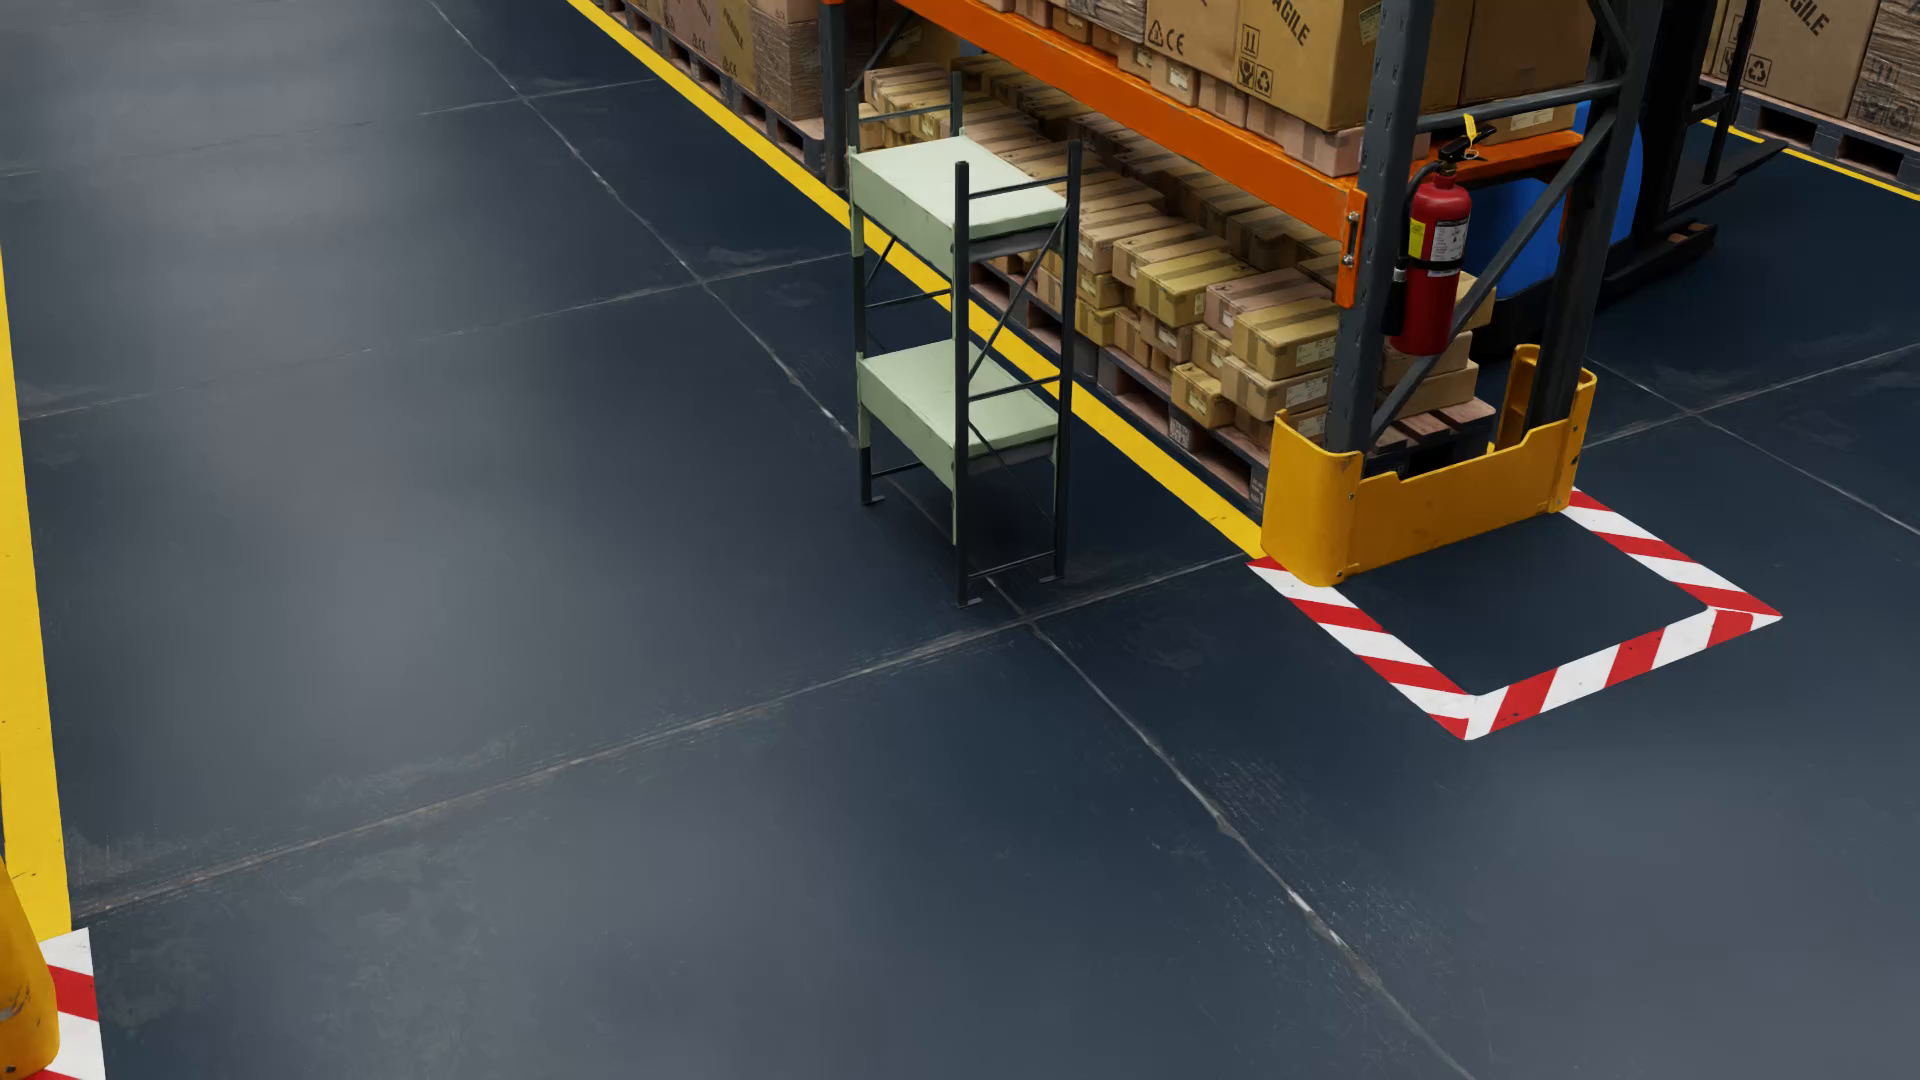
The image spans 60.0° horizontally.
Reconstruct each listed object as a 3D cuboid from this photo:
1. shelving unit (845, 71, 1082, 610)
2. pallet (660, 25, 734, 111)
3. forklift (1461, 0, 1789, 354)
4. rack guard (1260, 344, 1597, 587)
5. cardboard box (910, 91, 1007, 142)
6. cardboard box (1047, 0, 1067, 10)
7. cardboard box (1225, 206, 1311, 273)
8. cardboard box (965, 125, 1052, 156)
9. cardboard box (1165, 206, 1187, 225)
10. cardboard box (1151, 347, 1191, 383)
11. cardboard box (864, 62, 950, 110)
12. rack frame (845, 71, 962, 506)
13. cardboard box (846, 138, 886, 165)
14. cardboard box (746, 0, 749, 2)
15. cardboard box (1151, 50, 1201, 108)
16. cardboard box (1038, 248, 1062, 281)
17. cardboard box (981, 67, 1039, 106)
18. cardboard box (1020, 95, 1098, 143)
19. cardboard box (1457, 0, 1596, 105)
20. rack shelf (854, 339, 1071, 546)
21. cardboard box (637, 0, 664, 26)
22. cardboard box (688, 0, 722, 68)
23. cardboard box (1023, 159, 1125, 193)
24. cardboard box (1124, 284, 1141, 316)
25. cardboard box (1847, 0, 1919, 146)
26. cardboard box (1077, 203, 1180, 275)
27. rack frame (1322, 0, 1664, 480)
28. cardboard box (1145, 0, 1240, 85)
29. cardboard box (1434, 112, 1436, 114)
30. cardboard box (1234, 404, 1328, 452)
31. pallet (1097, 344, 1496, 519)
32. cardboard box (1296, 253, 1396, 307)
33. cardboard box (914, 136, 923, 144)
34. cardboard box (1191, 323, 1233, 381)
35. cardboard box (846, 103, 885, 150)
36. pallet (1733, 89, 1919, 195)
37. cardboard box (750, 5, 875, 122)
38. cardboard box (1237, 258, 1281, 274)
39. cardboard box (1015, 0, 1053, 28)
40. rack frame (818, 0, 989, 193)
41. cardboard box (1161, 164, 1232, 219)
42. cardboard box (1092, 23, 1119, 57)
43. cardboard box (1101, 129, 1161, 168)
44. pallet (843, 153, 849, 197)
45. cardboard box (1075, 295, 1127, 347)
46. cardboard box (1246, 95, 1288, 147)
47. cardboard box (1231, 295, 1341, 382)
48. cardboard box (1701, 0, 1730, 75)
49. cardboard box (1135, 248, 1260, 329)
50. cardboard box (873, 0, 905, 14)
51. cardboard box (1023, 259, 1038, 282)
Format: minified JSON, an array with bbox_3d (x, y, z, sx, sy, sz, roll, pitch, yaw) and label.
[{"bbox_3d":[-0.003,-0.635,5.350,0.431,1.500,0.755,-16,36,-23],"label":"shelving unit"},{"bbox_3d":[-1.160,-2.975,10.198,1.003,0.211,1.213,-16,36,-23],"label":"pallet"},{"bbox_3d":[2.909,-2.670,7.200,3.031,2.935,1.130,-26,41,-35],"label":"forklift"},{"bbox_3d":[1.606,-0.270,5.708,1.175,0.500,0.348,-16,36,-23],"label":"rack guard"},{"bbox_3d":[-0.008,-1.951,7.717,0.380,0.149,0.250,-16,36,-24],"label":"cardboard box"},{"bbox_3d":[0.501,-2.331,6.239,0.500,0.500,0.500,-14,35,-21],"label":"cardboard box"},{"bbox_3d":[1.270,-1.200,6.545,0.380,0.149,0.250,-18,37,-25],"label":"cardboard box"},{"bbox_3d":[0.180,-1.690,7.310,0.380,0.149,0.250,-15,36,-22],"label":"cardboard box"},{"bbox_3d":[0.960,-1.314,6.997,0.380,0.149,0.250,-14,35,-21],"label":"cardboard box"},{"bbox_3d":[0.955,-0.707,6.326,0.380,0.149,0.250,-16,36,-23],"label":"cardboard box"},{"bbox_3d":[-0.246,-2.206,8.114,0.380,0.149,0.250,-14,35,-21],"label":"cardboard box"},{"bbox_3d":[-0.174,-0.809,5.623,0.400,1.500,0.023,-16,36,-23],"label":"rack frame"},{"bbox_3d":[-0.338,-1.917,8.215,0.380,0.149,0.250,-18,37,-25],"label":"cardboard box"},{"bbox_3d":[-1.022,-3.176,9.159,0.500,0.250,0.500,-14,35,-21],"label":"cardboard box"},{"bbox_3d":[0.887,-1.625,5.739,0.380,0.149,0.250,-15,36,-22],"label":"cardboard box"},{"bbox_3d":[0.543,-1.187,6.799,0.380,0.149,0.250,-14,35,-21],"label":"cardboard box"},{"bbox_3d":[0.327,-2.206,8.115,0.380,0.149,0.250,-15,36,-23],"label":"cardboard box"},{"bbox_3d":[0.502,-1.945,7.708,0.380,0.149,0.250,-15,35,-22],"label":"cardboard box"},{"bbox_3d":[1.677,-1.737,5.313,0.500,0.500,0.500,-14,35,-21],"label":"cardboard box"},{"bbox_3d":[-0.003,-0.360,5.526,0.431,0.370,0.720,-16,36,-23],"label":"rack shelf"},{"bbox_3d":[-1.747,-3.588,10.497,0.500,0.500,0.500,-15,36,-23],"label":"cardboard box"},{"bbox_3d":[-1.265,-3.100,9.736,0.500,0.500,0.500,-17,36,-24],"label":"cardboard box"},{"bbox_3d":[0.460,-1.453,6.940,0.380,0.149,0.250,-16,36,-23],"label":"cardboard box"},{"bbox_3d":[0.865,-0.970,6.461,0.380,0.149,0.250,-16,36,-24],"label":"cardboard box"},{"bbox_3d":[5.283,-2.487,8.432,0.875,0.875,0.875,-16,36,-23],"label":"cardboard box"},{"bbox_3d":[0.632,-1.182,6.516,0.380,0.149,0.250,-15,35,-21],"label":"cardboard box"},{"bbox_3d":[1.642,-1.286,4.977,1.000,3.000,0.127,-16,36,-23],"label":"rack frame"},{"bbox_3d":[0.969,-1.851,5.489,0.500,0.500,0.500,-16,36,-24],"label":"cardboard box"},{"bbox_3d":[1.625,-1.529,5.588,0.380,0.149,0.250,-15,35,-21],"label":"cardboard box"},{"bbox_3d":[1.212,-0.462,5.943,0.380,0.149,0.250,-15,36,-22],"label":"cardboard box"},{"bbox_3d":[1.259,-0.545,6.405,1.003,0.211,1.213,-16,36,-23],"label":"pallet"},{"bbox_3d":[1.463,-0.950,6.154,0.380,0.149,0.250,-15,36,-22],"label":"cardboard box"},{"bbox_3d":[0.006,-1.838,7.816,0.380,0.149,0.250,-16,36,-23],"label":"cardboard box"},{"bbox_3d":[1.069,-0.706,6.050,0.380,0.149,0.250,-17,36,-24],"label":"cardboard box"},{"bbox_3d":[-0.337,-2.043,8.137,0.380,0.149,0.250,-14,35,-21],"label":"cardboard box"},{"bbox_3d":[5.070,-2.255,9.074,1.003,0.211,1.213,-16,36,-23],"label":"pallet"},{"bbox_3d":[-0.791,-2.609,8.970,0.500,0.500,0.500,-17,36,-24],"label":"cardboard box"},{"bbox_3d":[1.331,-1.092,6.651,0.380,0.149,0.250,-15,35,-22],"label":"cardboard box"},{"bbox_3d":[0.442,-2.140,6.542,0.380,0.149,0.250,-14,35,-21],"label":"cardboard box"},{"bbox_3d":[-0.223,-3.195,7.957,1.000,3.000,0.127,-16,36,-23],"label":"rack frame"},{"bbox_3d":[1.067,-1.472,6.969,0.380,0.149,0.250,-15,36,-22],"label":"cardboard box"},{"bbox_3d":[0.717,-1.902,6.171,0.380,0.149,0.250,-17,37,-25],"label":"cardboard box"},{"bbox_3d":[0.846,-1.714,7.347,0.380,0.149,0.250,-17,36,-25],"label":"cardboard box"},{"bbox_3d":[0.121,-1.710,8.223,1.003,0.211,1.213,-16,36,-23],"label":"pallet"},{"bbox_3d":[0.654,-0.927,6.670,0.380,0.149,0.250,-18,37,-25],"label":"cardboard box"},{"bbox_3d":[1.157,-1.393,5.377,0.380,0.149,0.250,-16,36,-23],"label":"cardboard box"},{"bbox_3d":[1.171,-0.702,5.767,0.380,0.149,0.250,-15,36,-23],"label":"cardboard box"},{"bbox_3d":[4.449,-3.342,9.766,0.875,0.875,0.875,-16,36,-23],"label":"cardboard box"},{"bbox_3d":[0.871,-0.928,6.120,0.380,0.149,0.250,-17,36,-24],"label":"cardboard box"},{"bbox_3d":[-0.334,-3.054,8.970,0.500,0.250,0.500,-18,37,-25],"label":"cardboard box"},{"bbox_3d":[0.493,-1.202,7.099,0.380,0.149,0.250,-15,36,-22],"label":"cardboard box"}]
